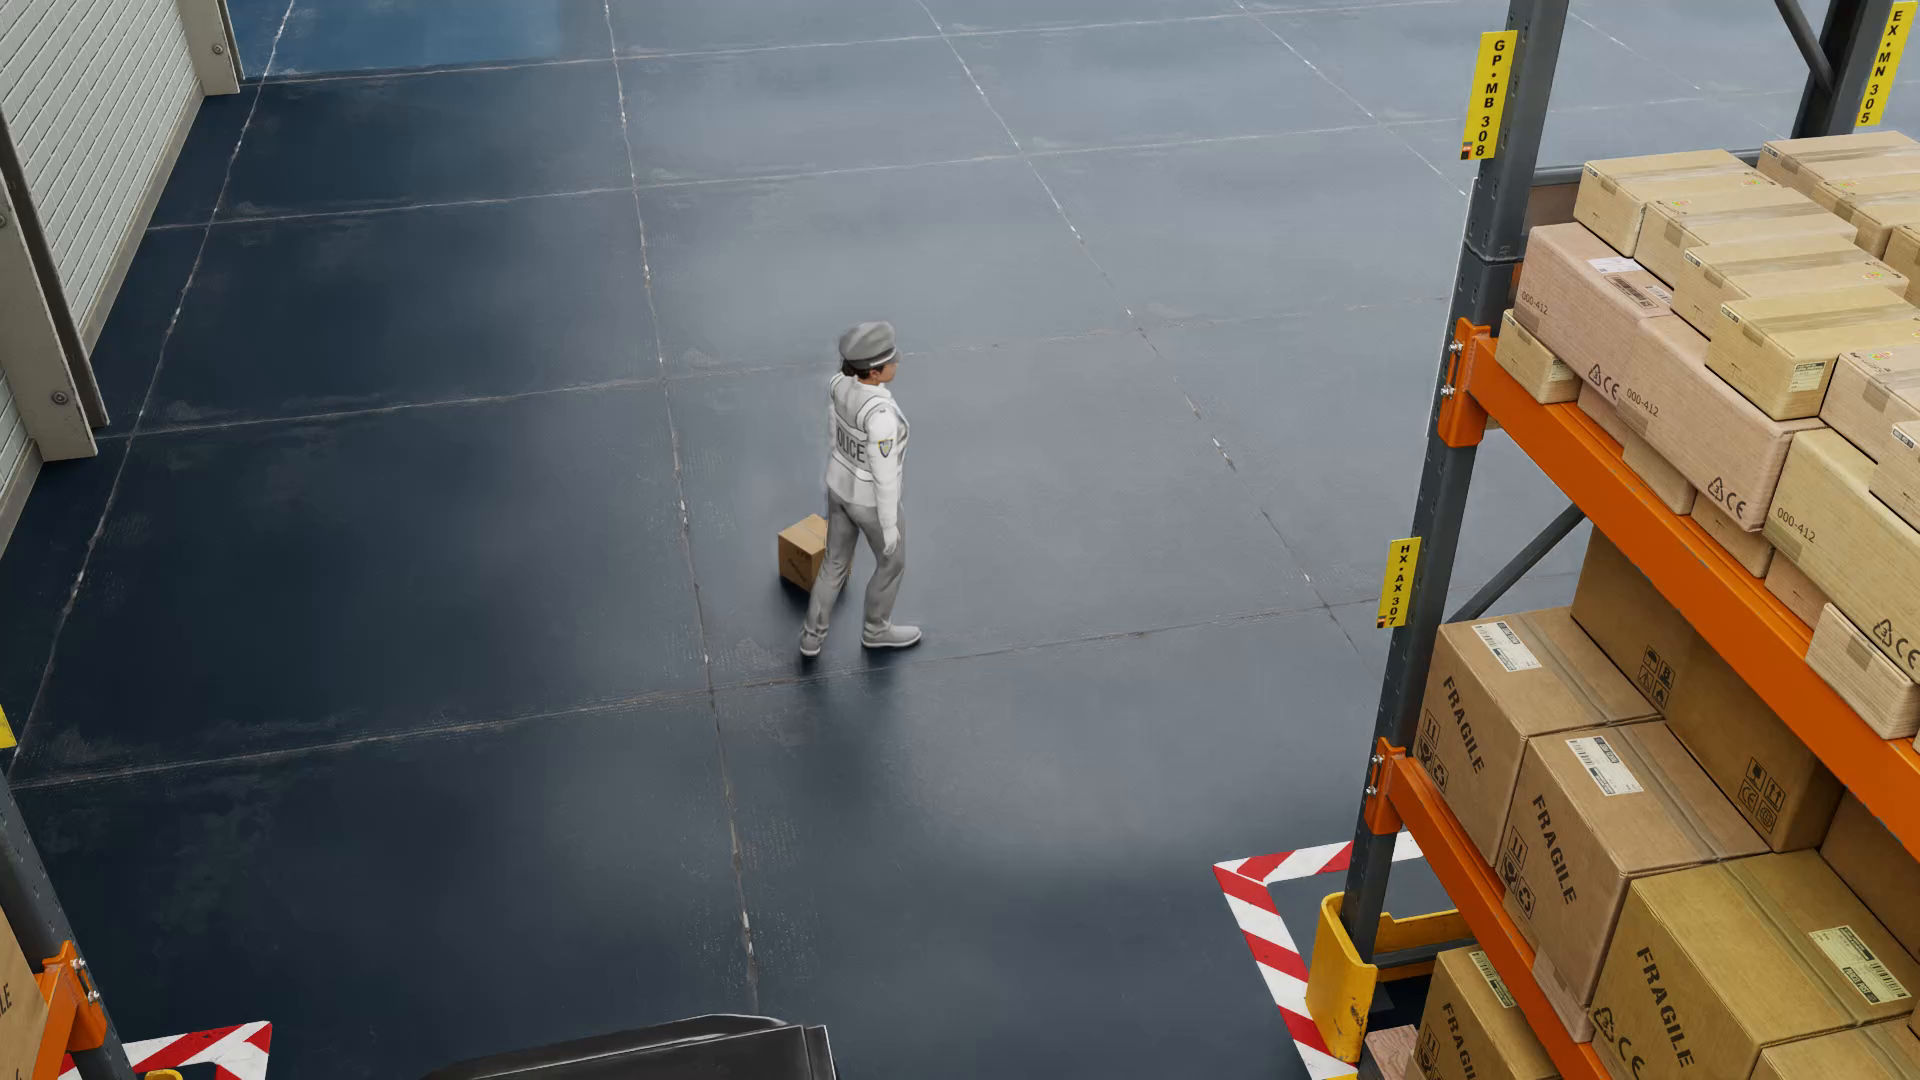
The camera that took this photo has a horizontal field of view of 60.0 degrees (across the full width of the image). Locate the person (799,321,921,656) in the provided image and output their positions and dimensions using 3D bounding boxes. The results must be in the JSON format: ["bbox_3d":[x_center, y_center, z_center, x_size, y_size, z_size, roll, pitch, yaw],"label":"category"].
[{"bbox_3d":[-0.472,-0.175,7.390,0.569,1.667,0.536,-22,40,-29],"label":"person"}]
